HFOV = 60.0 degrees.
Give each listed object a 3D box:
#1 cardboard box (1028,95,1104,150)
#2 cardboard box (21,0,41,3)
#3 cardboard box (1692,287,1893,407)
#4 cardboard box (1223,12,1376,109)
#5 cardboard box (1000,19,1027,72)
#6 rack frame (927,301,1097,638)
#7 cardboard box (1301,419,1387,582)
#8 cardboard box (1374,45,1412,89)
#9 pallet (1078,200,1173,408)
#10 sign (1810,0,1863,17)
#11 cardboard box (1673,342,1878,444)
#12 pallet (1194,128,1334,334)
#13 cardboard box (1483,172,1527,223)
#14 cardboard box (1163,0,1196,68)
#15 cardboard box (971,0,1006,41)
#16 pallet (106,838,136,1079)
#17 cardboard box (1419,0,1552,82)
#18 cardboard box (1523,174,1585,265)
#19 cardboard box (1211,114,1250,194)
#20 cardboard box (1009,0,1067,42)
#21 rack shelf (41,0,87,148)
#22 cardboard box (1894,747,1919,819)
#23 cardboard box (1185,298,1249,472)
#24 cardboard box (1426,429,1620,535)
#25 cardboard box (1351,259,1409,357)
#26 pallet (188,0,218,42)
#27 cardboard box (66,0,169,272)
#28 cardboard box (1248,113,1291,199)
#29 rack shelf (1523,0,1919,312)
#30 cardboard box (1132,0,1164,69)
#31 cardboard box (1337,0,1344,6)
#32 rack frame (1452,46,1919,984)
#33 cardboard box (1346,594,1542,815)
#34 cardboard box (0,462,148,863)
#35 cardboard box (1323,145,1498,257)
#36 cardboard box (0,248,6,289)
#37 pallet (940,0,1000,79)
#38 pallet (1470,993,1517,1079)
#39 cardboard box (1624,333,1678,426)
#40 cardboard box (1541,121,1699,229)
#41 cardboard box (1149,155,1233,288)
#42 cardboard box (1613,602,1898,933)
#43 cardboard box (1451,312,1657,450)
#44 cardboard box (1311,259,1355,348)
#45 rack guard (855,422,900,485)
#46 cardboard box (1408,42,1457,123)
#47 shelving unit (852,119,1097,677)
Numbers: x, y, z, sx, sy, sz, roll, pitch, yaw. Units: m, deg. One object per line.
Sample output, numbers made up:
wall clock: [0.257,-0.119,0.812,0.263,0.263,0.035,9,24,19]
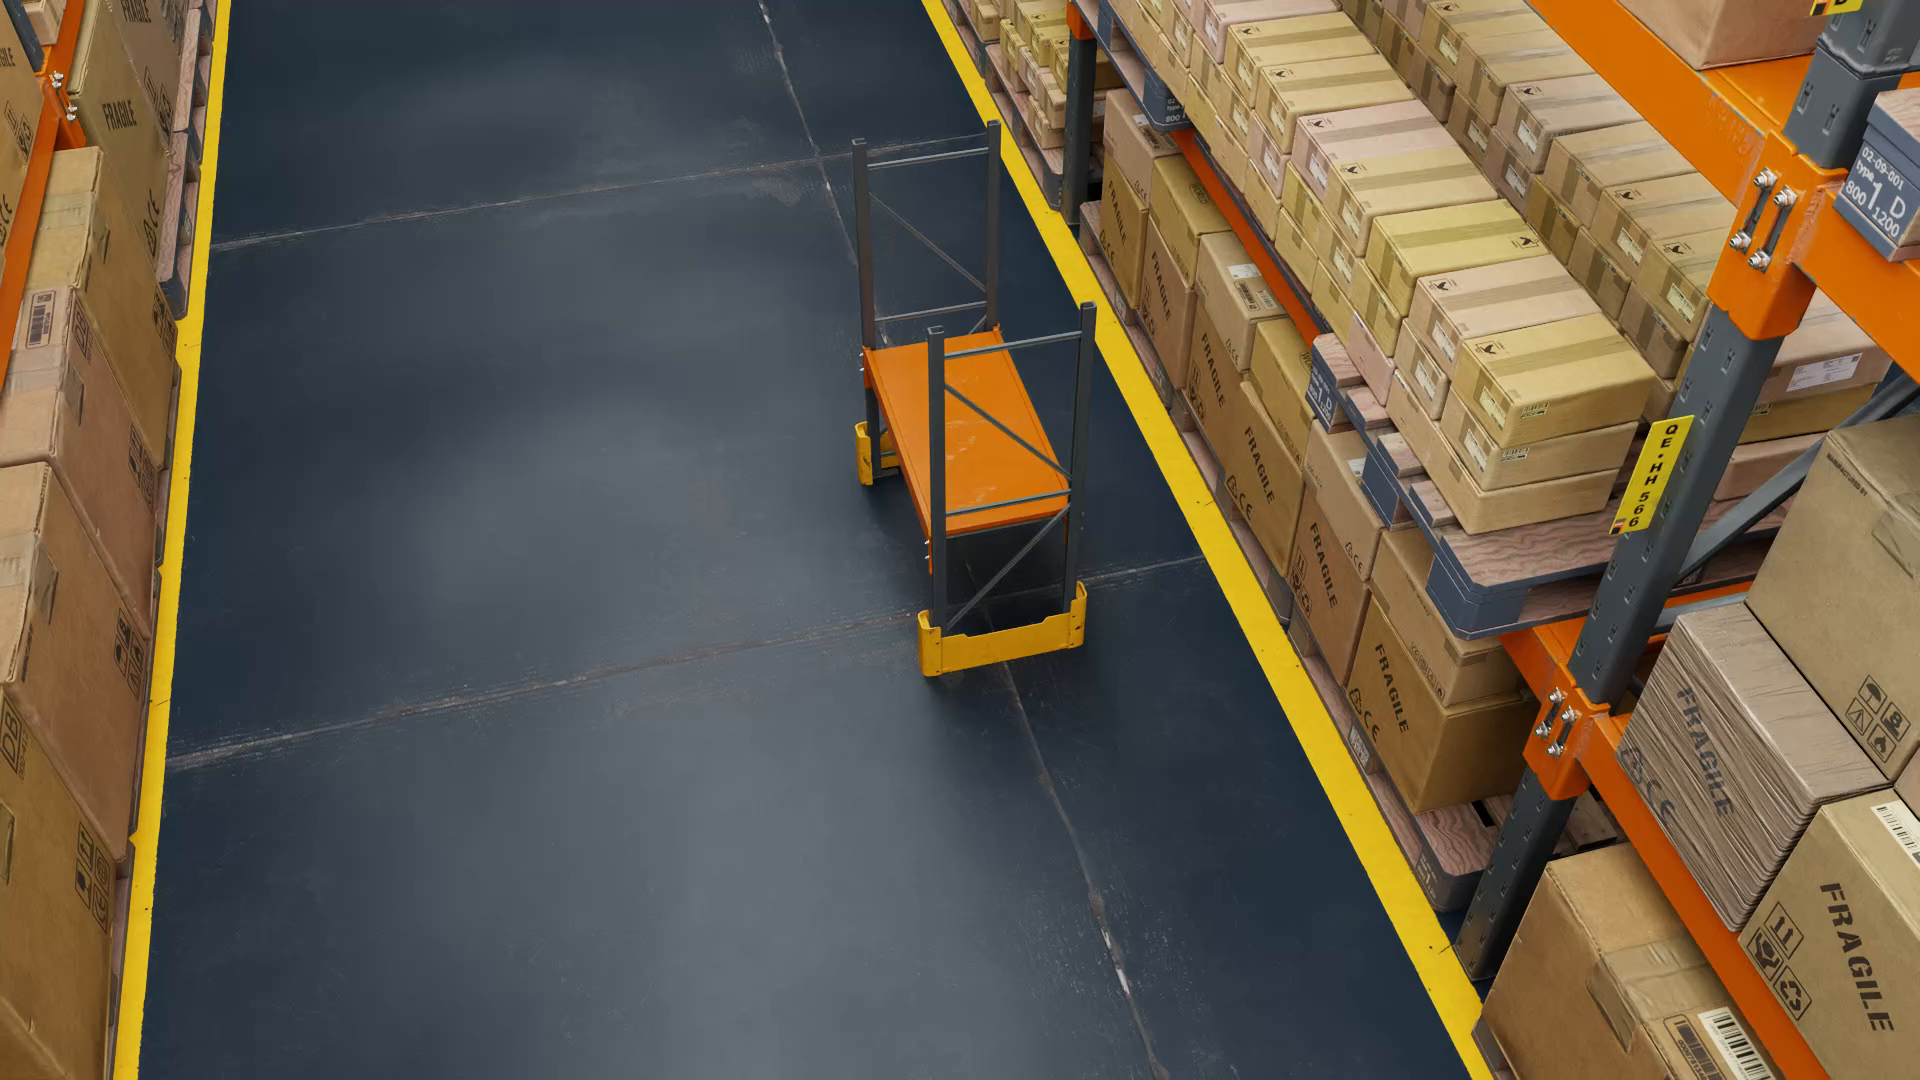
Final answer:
cardboard box: [0.535,-1.981,7.794,0.380,0.149,0.250,-10,46,-10]
cardboard box: [-3.723,-2.211,6.213,0.500,0.250,0.500,-11,47,-11]
cardboard box: [2.057,-0.487,4.092,0.380,0.149,0.250,-11,47,-10]
cardboard box: [1.026,-1.457,5.043,0.380,0.149,0.250,-9,46,-9]
cardboard box: [0.410,-2.403,7.998,0.380,0.149,0.250,-12,47,-12]
rack frame: [0.152,-0.115,5.313,0.500,1.500,0.032,-11,47,-10]
cardboard box: [1.421,-0.168,5.245,0.500,0.250,0.500,-10,46,-10]
cardboard box: [1.595,-1.546,5.547,0.380,0.149,0.250,-9,46,-9]
pallet: [1.166,-1.111,7.191,1.003,0.211,1.213,-11,47,-10]
sign: [1.464,-0.995,2.663,0.100,0.325,0.005,-11,47,-10]
cardboard box: [2.059,-0.396,4.211,0.380,0.149,0.250,-9,46,-9]
pallet: [1.443,-1.154,5.415,1.003,0.211,1.213,-11,47,-10]
cardboard box: [1.791,-1.008,5.019,0.380,0.149,0.250,-9,46,-9]
cardboard box: [0.894,-1.709,5.498,0.380,0.149,0.250,-9,46,-9]
cardboard box: [0.270,-2.696,8.494,0.380,0.149,0.250,-11,47,-10]
pallet: [-2.960,1.393,4.737,1.003,0.211,1.213,-11,47,-10]
cardboard box: [1.660,-1.564,5.148,0.380,0.149,0.250,-11,47,-11]
cardboard box: [1.852,-0.940,4.745,0.380,0.149,0.250,-11,47,-10]
cardboard box: [1.022,-1.252,5.258,0.380,0.149,0.250,-13,47,-12]
cardboard box: [0.448,-2.519,7.904,0.380,0.149,0.250,-11,47,-11]
rack shelf: [-4.367,-2.916,7.511,1.077,0.370,4.000,-11,47,-10]
cardboard box: [2.225,0.414,2.974,0.700,0.500,0.500,-11,47,-11]
cardboard box: [1.182,-0.613,6.207,0.500,0.500,0.500,-10,46,-10]
cardboard box: [1.418,-0.178,4.206,0.380,0.149,0.250,-10,46,-10]
cardboard box: [1.283,-0.648,4.459,0.380,0.149,0.250,-10,46,-9]
pallet: [-4.599,-3.035,9.076,1.003,0.211,1.213,-11,47,-10]
cardboard box: [-3.947,-1.660,6.971,0.875,0.875,0.875,-11,47,-10]
cardboard box: [1.090,-1.173,4.973,0.380,0.149,0.250,-10,46,-9]
rack shelf: [1.477,-2.041,4.554,1.077,0.370,4.000,-11,47,-10]
cardboard box: [0.821,-1.790,5.786,0.380,0.149,0.250,-10,46,-10]
cardboard box: [1.461,-2.007,5.790,0.380,0.149,0.250,-12,47,-12]
rack frame: [1.989,0.138,4.015,1.000,3.000,0.127,-11,47,-10]
cardboard box: [1.568,0.459,5.156,0.500,0.500,0.500,-11,47,-11]
cardboard box: [-3.209,0.474,4.878,1.225,0.875,0.875,-11,47,-10]
cardboard box: [1.219,-0.922,4.519,0.380,0.149,0.250,-9,46,-9]
cardboard box: [-3.211,-0.846,4.909,0.500,0.500,0.500,-11,47,-11]
pallet: [0.443,-2.949,8.992,1.003,0.211,1.213,-11,47,-10]
pallet: [2.118,1.672,4.464,1.003,0.211,1.213,-11,47,-10]
cardboard box: [2.001,-0.452,4.475,0.380,0.149,0.250,-9,46,-8]
cardboard box: [1.861,-1.022,4.617,0.380,0.149,0.250,-13,47,-12]
cardboard box: [1.038,-1.233,6.289,0.500,0.250,0.500,-10,46,-9]
cardboard box: [1.843,0.462,3.627,0.500,0.500,0.500,-10,46,-10]
cardboard box: [1.420,-0.384,3.992,0.380,0.149,0.250,-12,47,-12]
cardboard box: [1.230,-0.700,4.717,0.380,0.149,0.250,-11,47,-11]
rack guard: [-0.108,-0.379,6.446,0.587,0.250,0.087,-11,47,-10]
cardboard box: [1.655,-1.470,5.264,0.380,0.149,0.250,-9,46,-9]
shelving unit: [0.020,-0.472,5.663,0.587,1.500,1.083,-11,47,-10]
